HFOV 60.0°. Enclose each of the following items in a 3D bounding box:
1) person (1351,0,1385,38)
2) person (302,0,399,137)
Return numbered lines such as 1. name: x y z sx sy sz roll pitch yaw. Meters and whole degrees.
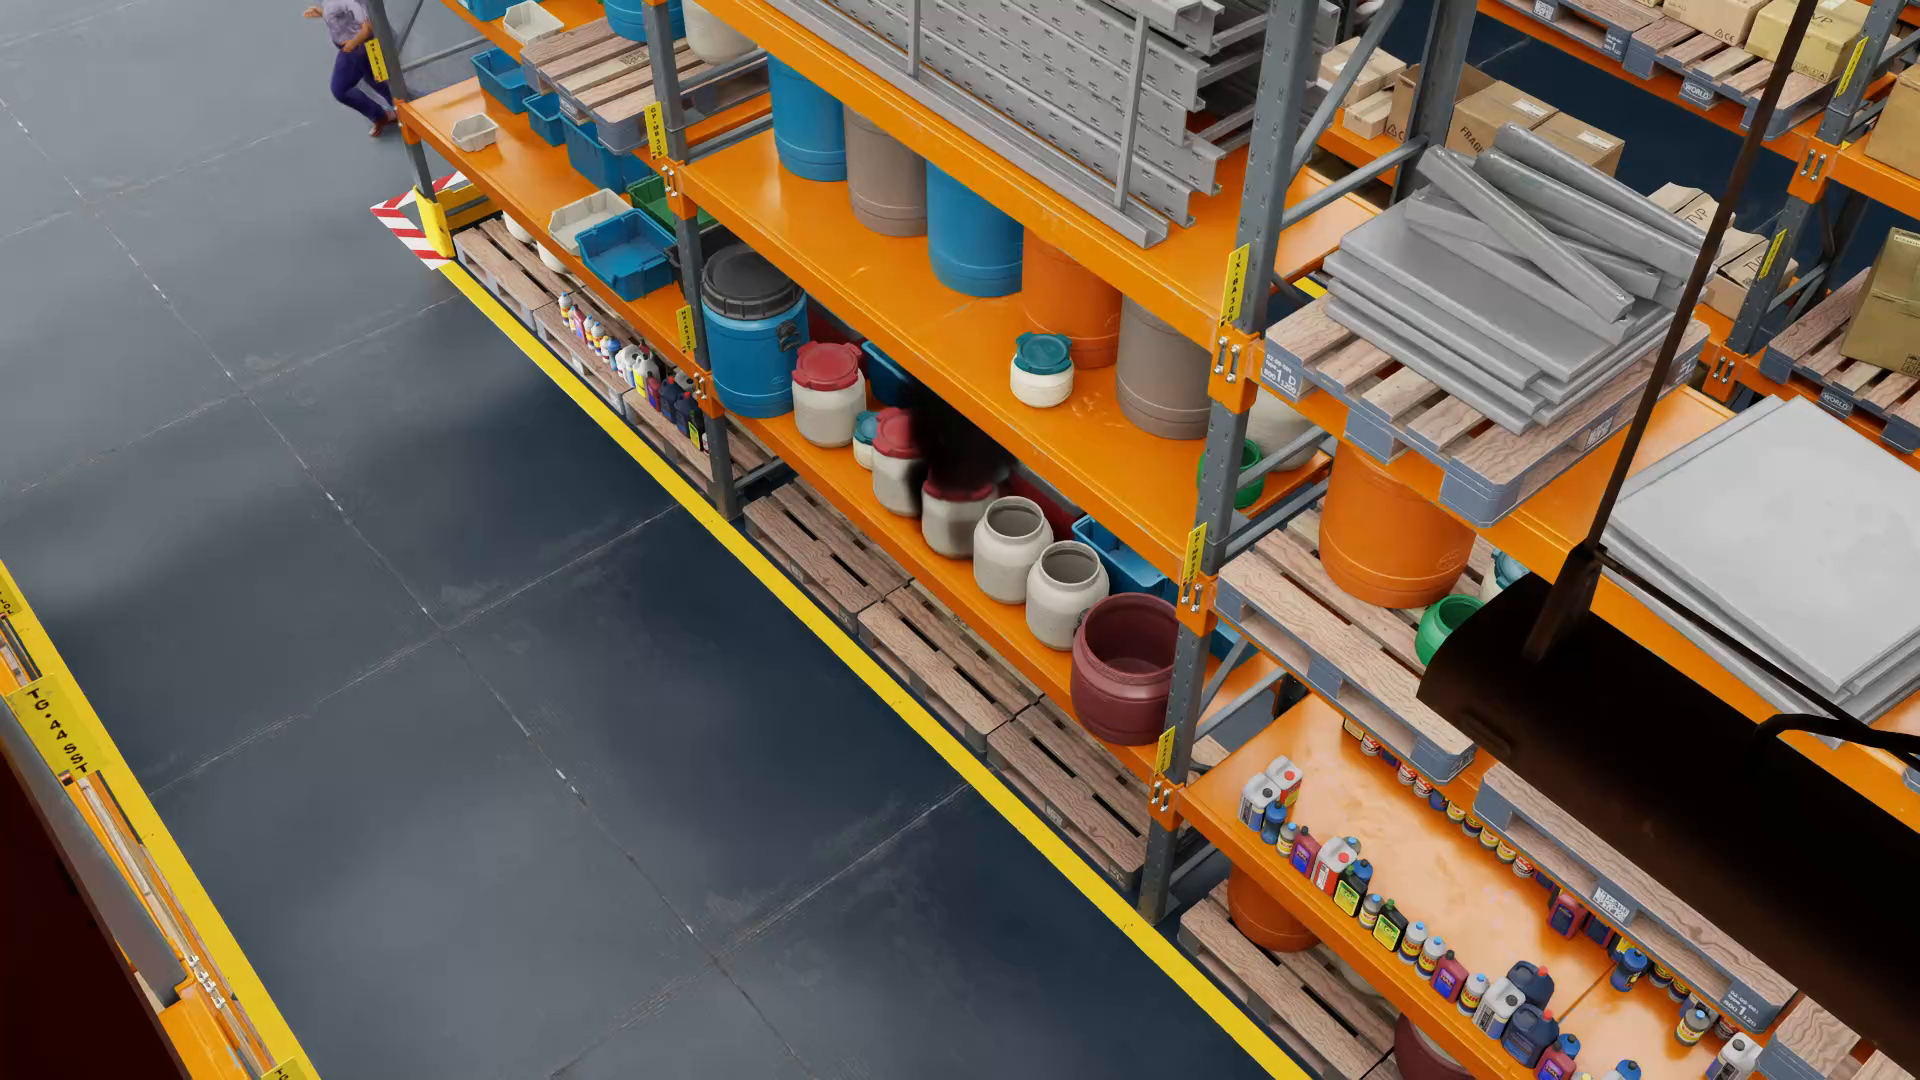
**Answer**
1. person: 3.396 -4.498 14.027 0.738 1.823 0.677 35 56 28
2. person: -4.989 -4.015 13.694 0.669 1.658 0.608 -7 47 -7
